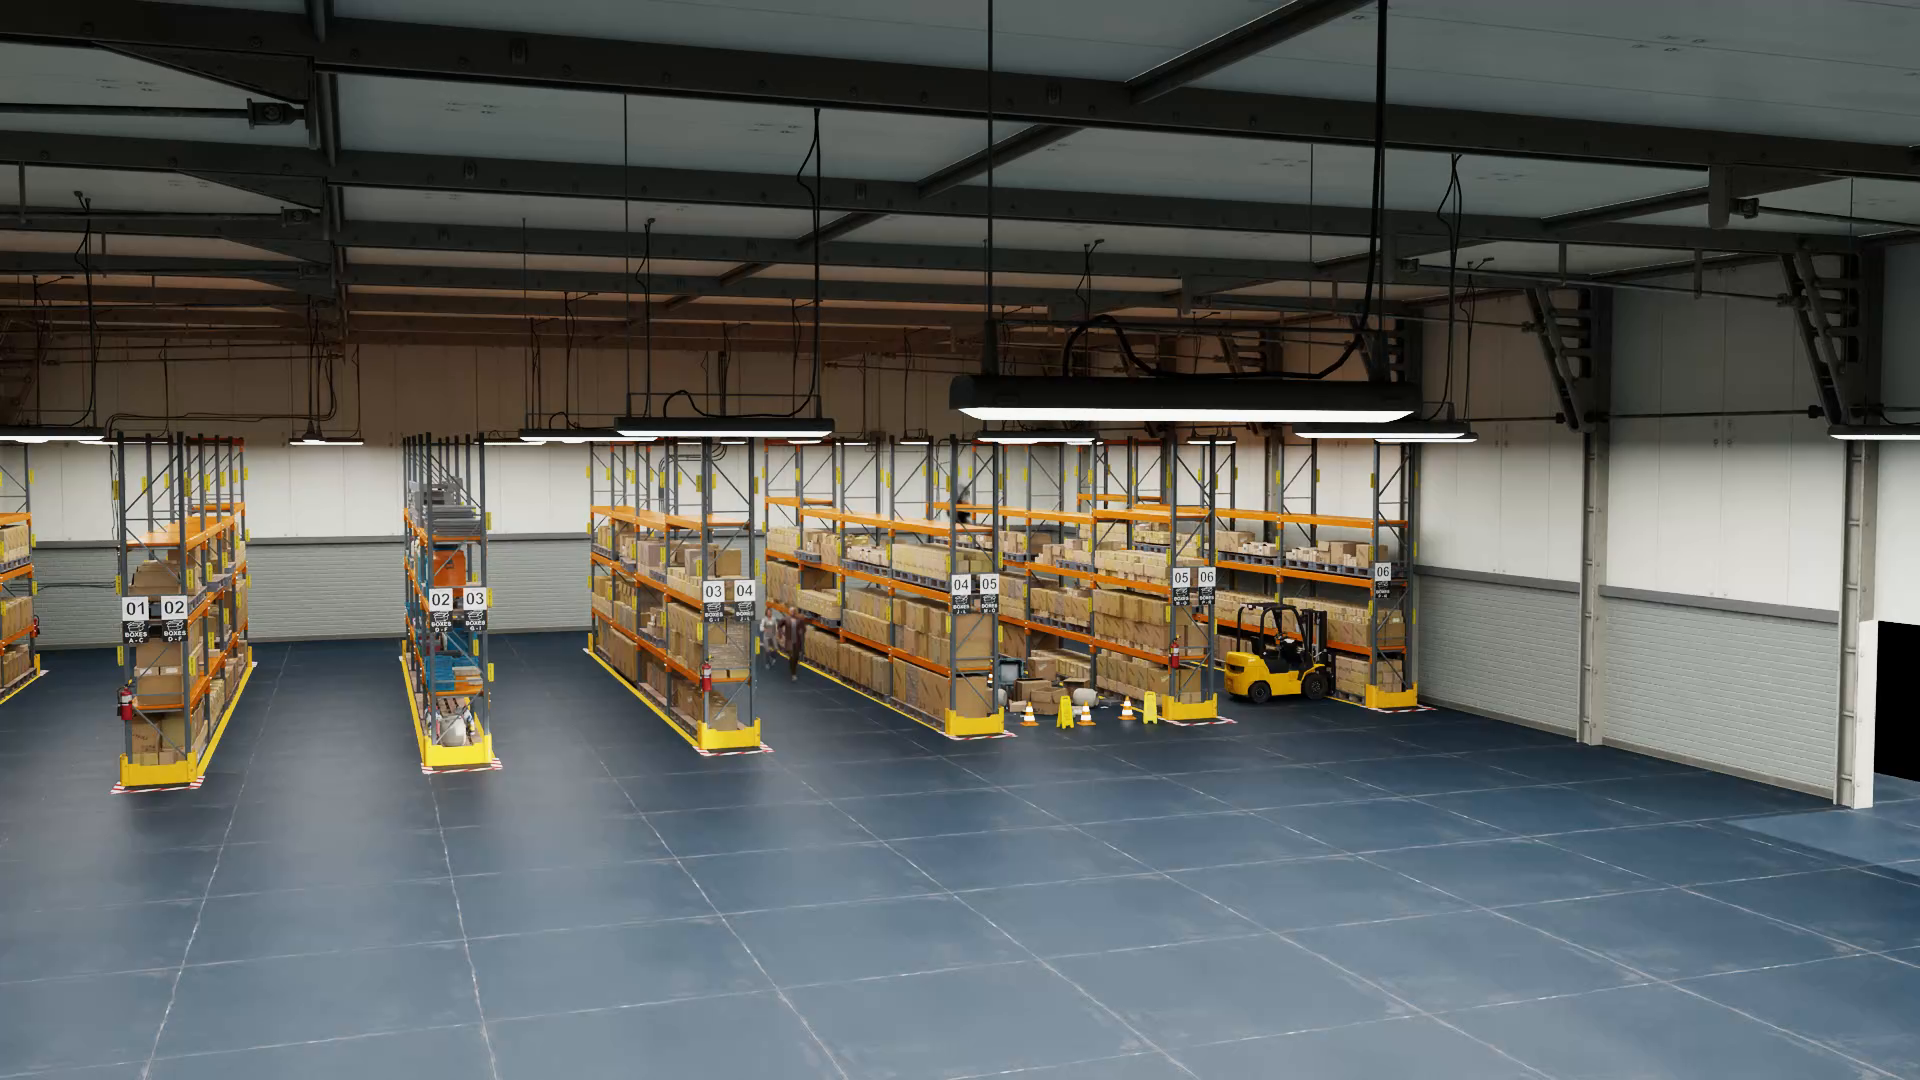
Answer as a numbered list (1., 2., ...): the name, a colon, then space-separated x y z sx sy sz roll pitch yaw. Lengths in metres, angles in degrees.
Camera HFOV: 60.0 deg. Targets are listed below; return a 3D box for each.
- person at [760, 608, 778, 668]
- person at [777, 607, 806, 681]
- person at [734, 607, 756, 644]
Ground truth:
1. person: -4.905 2.556 43.080 0.548 1.568 0.563 -1 3 -22
2. person: -4.145 2.553 41.160 0.705 1.781 0.921 -1 3 -20
3. person: -5.862 2.363 45.099 0.666 1.697 0.900 -1 3 -17
